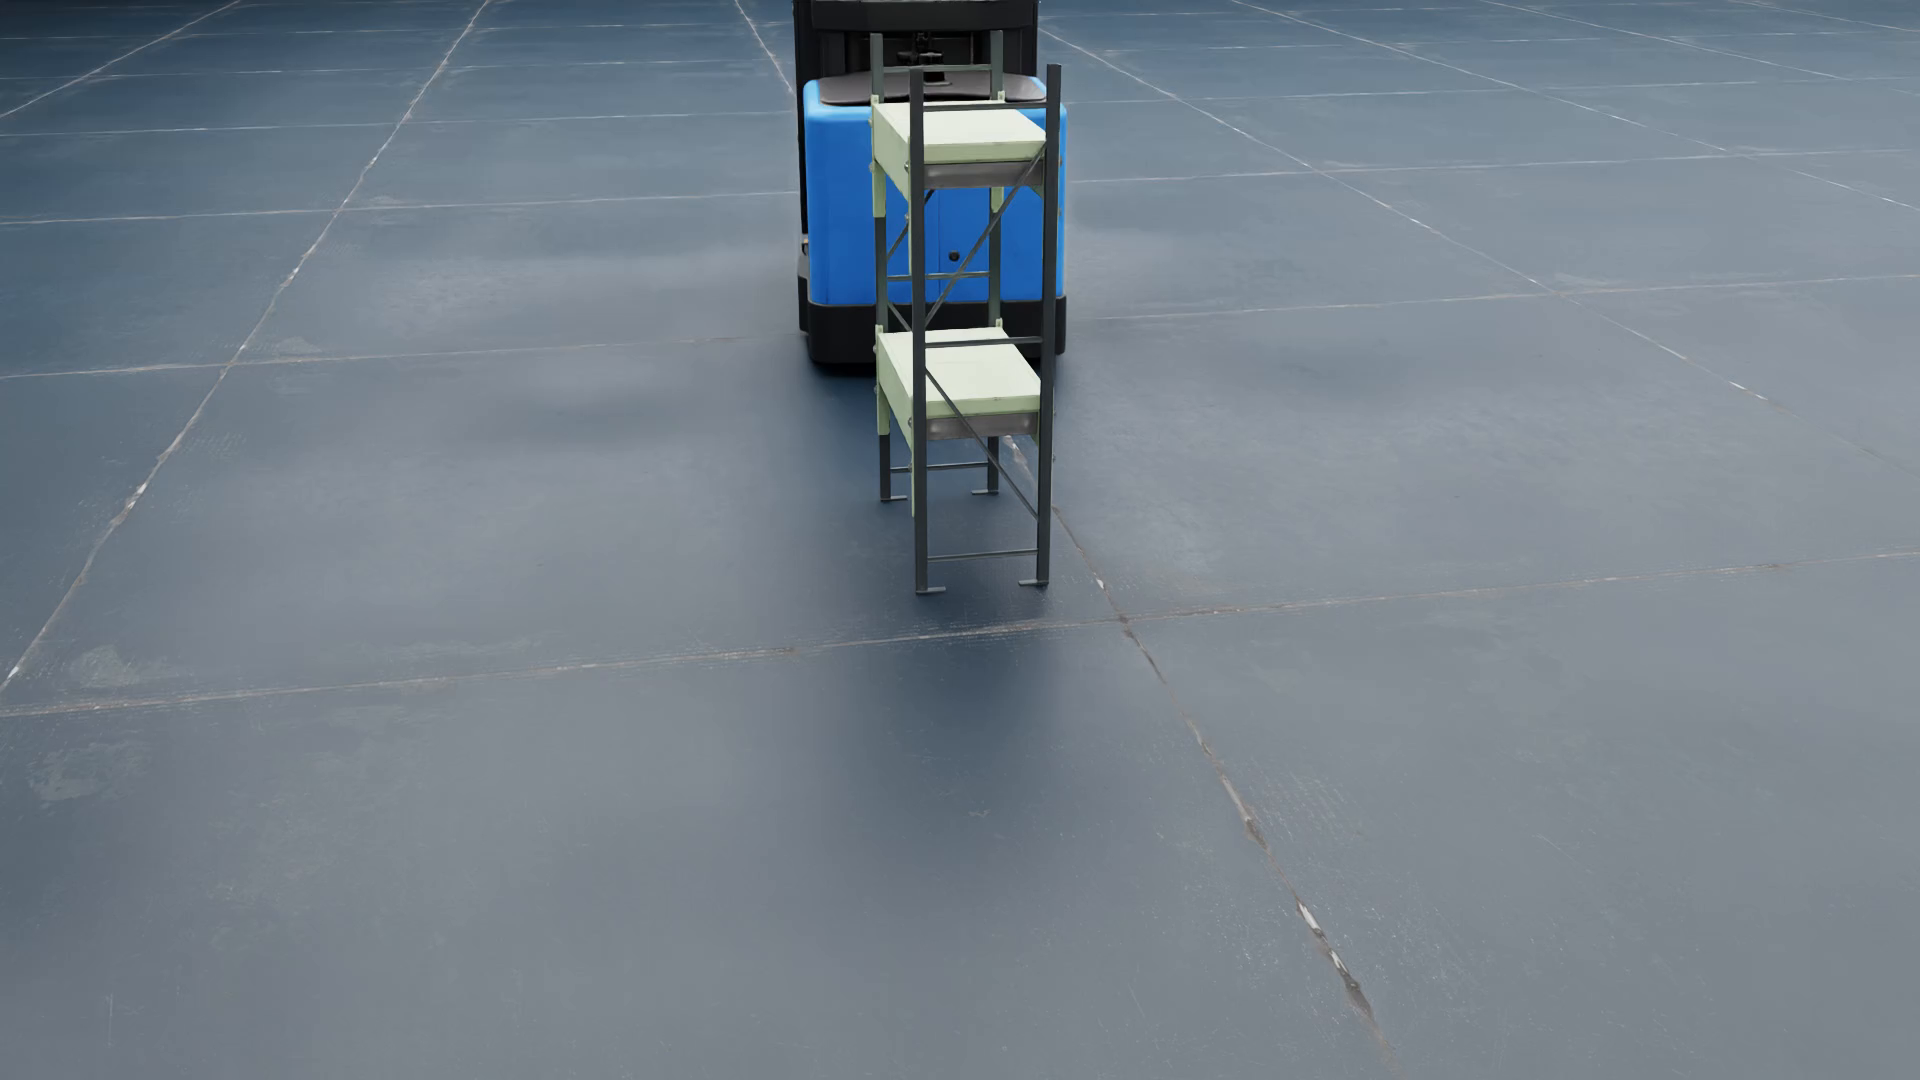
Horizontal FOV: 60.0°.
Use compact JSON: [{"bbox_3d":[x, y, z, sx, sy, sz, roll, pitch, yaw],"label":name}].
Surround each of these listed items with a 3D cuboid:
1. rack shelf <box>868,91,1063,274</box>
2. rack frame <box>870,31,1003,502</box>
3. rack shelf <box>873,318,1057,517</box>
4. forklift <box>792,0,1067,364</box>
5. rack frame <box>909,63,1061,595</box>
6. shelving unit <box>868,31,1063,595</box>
[{"bbox_3d":[-0.001,-1.048,4.800,0.431,0.370,0.720,-4,24,-10],"label":"rack shelf"},{"bbox_3d":[-0.069,-0.834,5.285,0.400,1.500,0.023,-4,24,-10],"label":"rack frame"},{"bbox_3d":[-0.001,-0.391,5.086,0.431,0.370,0.720,-4,24,-10],"label":"rack shelf"},{"bbox_3d":[-0.221,-2.606,7.556,1.130,2.935,3.031,-2,24,-5],"label":"forklift"},{"bbox_3d":[0.066,-0.546,4.626,0.400,1.500,0.023,-4,24,-10],"label":"rack frame"},{"bbox_3d":[-0.001,-0.690,4.956,0.431,1.500,0.755,-4,24,-10],"label":"shelving unit"}]
